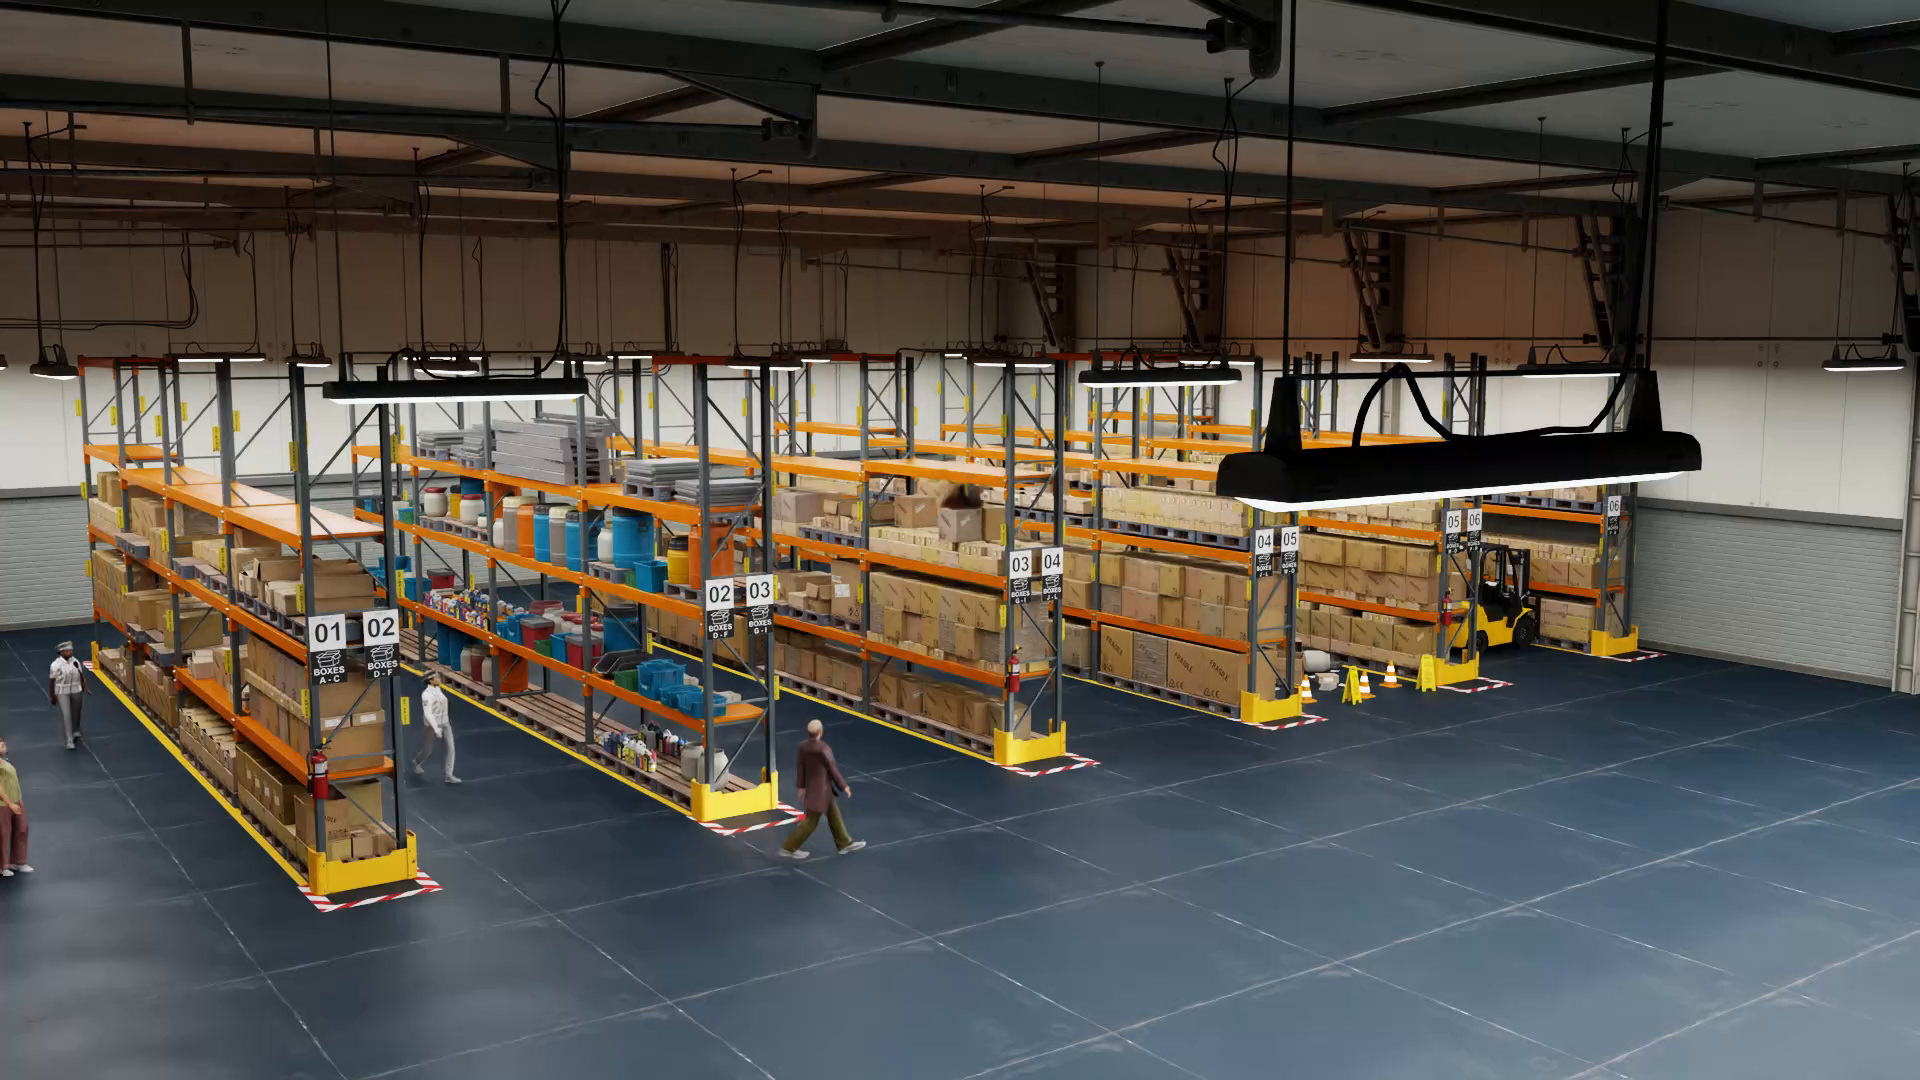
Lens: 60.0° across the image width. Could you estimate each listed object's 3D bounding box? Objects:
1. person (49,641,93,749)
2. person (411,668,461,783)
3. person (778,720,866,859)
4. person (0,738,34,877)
[{"bbox_3d":[-13.866,2.375,25.914,0.564,1.639,0.975,-5,9,-36],"label":"person"},{"bbox_3d":[-7.528,2.630,23.776,0.914,1.638,0.456,6,9,40],"label":"person"},{"bbox_3d":[-1.682,3.032,20.257,1.123,1.733,0.545,-2,7,-15],"label":"person"},{"bbox_3d":[-11.227,3.151,19.603,0.586,1.699,0.482,1,7,11],"label":"person"}]
